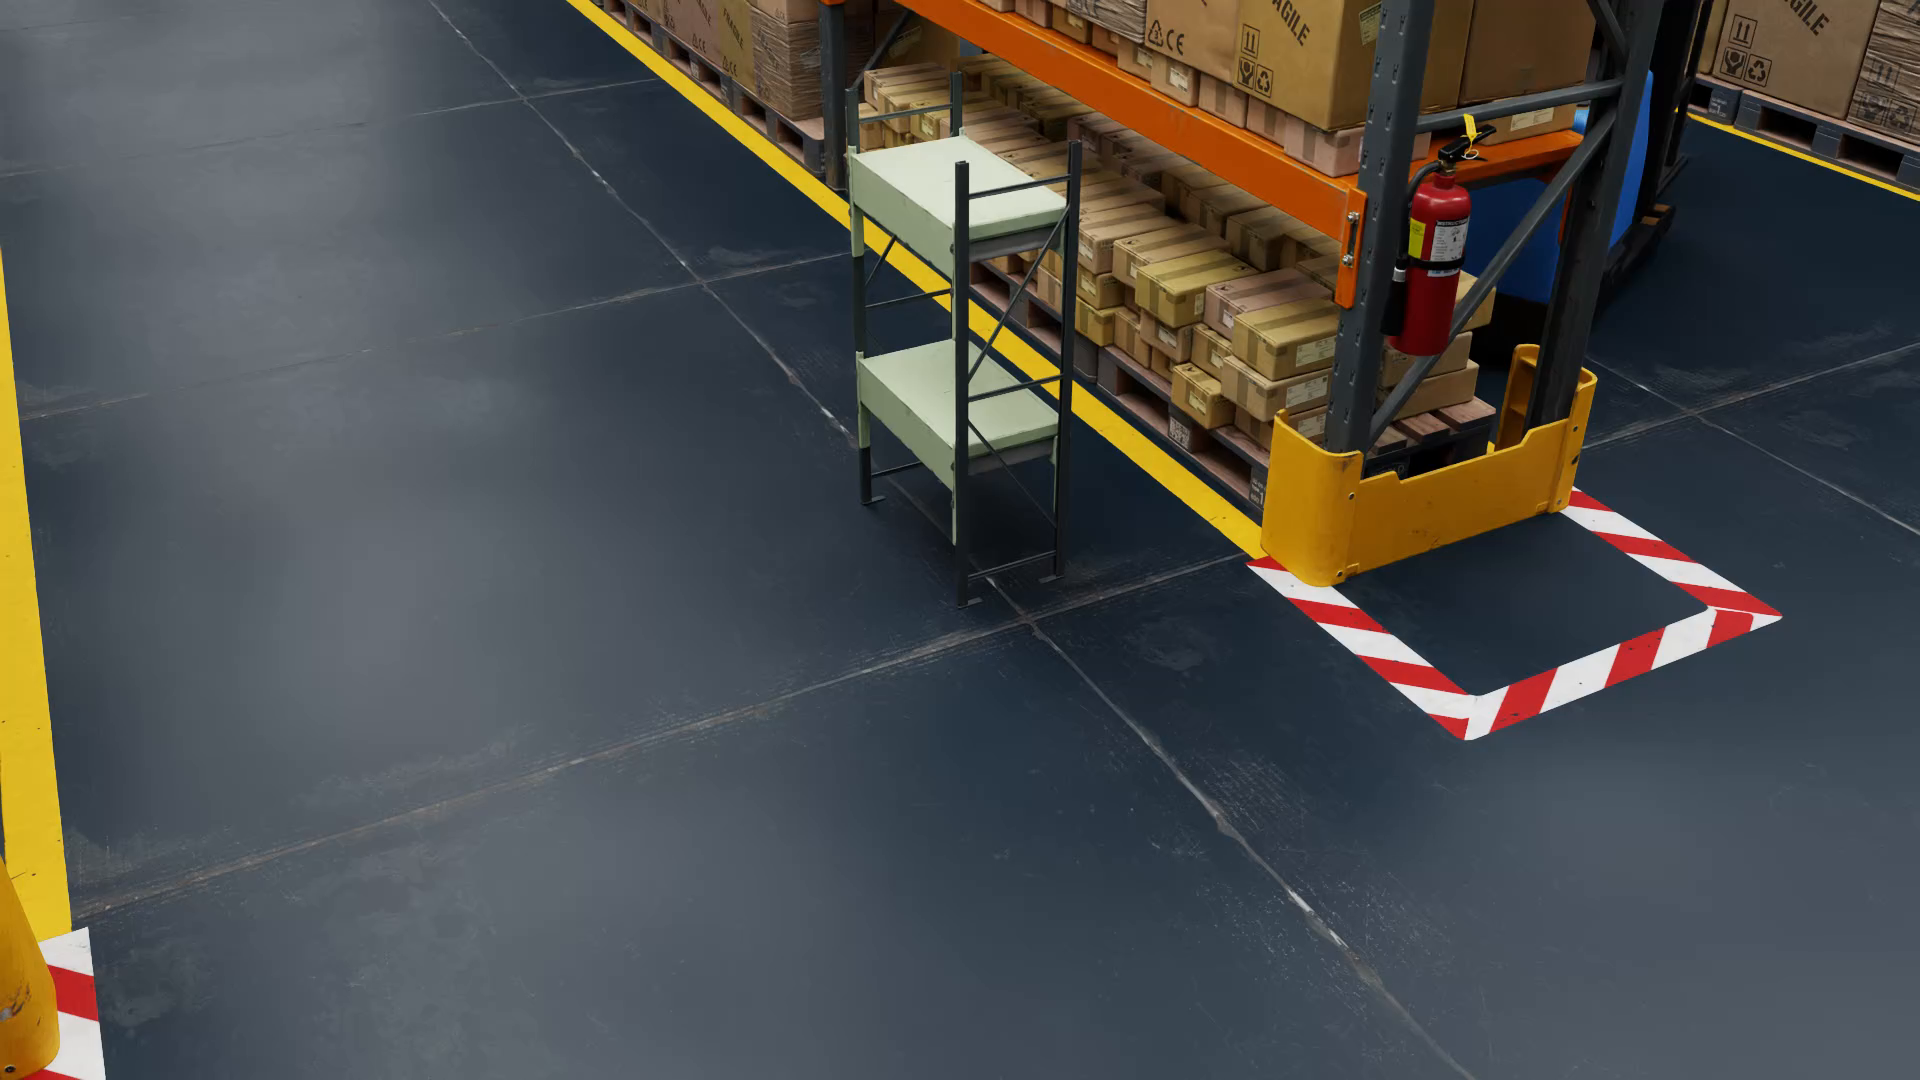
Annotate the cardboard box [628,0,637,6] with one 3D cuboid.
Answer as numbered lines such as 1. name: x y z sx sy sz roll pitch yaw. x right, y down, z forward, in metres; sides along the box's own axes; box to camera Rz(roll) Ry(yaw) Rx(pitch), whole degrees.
1. cardboard box: -1.984 -3.827 10.870 0.500 0.500 0.500 -17 37 -25

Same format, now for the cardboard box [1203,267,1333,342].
1. cardboard box: 1.104 -0.837 5.977 0.380 0.149 0.250 -15 36 -22

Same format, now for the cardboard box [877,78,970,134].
1. cardboard box: -0.170 -2.059 7.886 0.380 0.149 0.250 -14 35 -21

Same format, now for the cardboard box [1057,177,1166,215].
1. cardboard box: 0.607 -1.336 6.756 0.380 0.149 0.250 -17 36 -25

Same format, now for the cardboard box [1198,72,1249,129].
1. cardboard box: 1.027 -1.509 5.558 0.380 0.149 0.250 -16 36 -24

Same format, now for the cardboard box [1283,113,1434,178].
1. cardboard box: 1.240 -1.265 5.177 0.380 0.149 0.250 -16 36 -23

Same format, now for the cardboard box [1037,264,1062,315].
1. cardboard box: 0.545 -1.063 6.881 0.380 0.149 0.250 -15 36 -22

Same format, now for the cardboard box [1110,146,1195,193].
1. cardboard box: 0.865 -1.568 7.118 0.380 0.149 0.250 -16 36 -23

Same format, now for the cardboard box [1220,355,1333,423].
1. cardboard box: 1.143 -0.568 5.834 0.380 0.149 0.250 -17 36 -24

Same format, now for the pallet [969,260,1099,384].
1. pallet: 0.694 -1.127 7.313 1.003 0.211 1.213 -16 36 -23

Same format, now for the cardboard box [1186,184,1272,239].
1. cardboard box: 1.149 -1.335 6.755 0.380 0.149 0.250 -14 35 -21

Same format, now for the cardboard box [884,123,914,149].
1. cardboard box: -0.140 -1.945 7.983 0.380 0.149 0.250 -16 36 -23

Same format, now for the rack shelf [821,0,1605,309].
1. rack shelf: 0.709 -1.938 6.661 1.077 0.370 4.000 -16 36 -23

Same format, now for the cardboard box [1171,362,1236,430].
1. cardboard box: 1.002 -0.559 6.095 0.380 0.149 0.250 -15 35 -22

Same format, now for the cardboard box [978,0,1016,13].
1. cardboard box: 0.276 -2.256 6.723 0.380 0.149 0.250 -14 35 -21

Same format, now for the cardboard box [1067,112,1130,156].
1. cardboard box: 0.710 -1.839 7.543 0.380 0.149 0.250 -18 37 -25

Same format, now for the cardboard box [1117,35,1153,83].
1. cardboard box: 0.790 -1.758 5.947 0.380 0.149 0.250 -18 37 -25

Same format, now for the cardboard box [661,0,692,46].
1. cardboard box: -1.503 -3.344 10.117 0.500 0.500 0.500 -17 36 -24

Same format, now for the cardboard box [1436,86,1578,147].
1. cardboard box: 1.781 -1.418 5.415 0.380 0.149 0.250 -16 36 -23

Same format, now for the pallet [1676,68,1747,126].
1. pallet: 4.497 -2.838 9.984 1.003 0.211 1.213 -16 36 -23

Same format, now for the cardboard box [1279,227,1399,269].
1. cardboard box: 1.459 -1.103 6.392 0.380 0.149 0.250 -16 36 -23

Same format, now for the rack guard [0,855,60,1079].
1. rack guard: -2.679 1.071 3.615 1.175 0.500 0.348 -16 36 -23

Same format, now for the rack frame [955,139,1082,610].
1. rack frame: 0.168 -0.460 5.078 0.400 1.500 0.023 -16 36 -23

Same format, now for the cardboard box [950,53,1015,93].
1. cardboard box: 0.173 -2.318 8.289 0.380 0.149 0.250 -15 36 -22

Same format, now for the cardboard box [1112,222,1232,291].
1. cardboard box: 0.807 -1.068 6.338 0.380 0.149 0.250 -17 37 -25

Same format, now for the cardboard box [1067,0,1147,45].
1. cardboard box: 0.724 -2.090 5.863 0.500 0.500 0.500 -16 36 -23

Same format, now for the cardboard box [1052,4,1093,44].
1. cardboard box: 0.579 -2.024 6.362 0.380 0.149 0.250 -15 36 -22

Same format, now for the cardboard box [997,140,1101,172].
1. cardboard box: 0.380 -1.581 7.139 0.380 0.149 0.250 -17 37 -25

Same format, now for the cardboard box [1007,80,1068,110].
1. cardboard box: 0.450 -2.089 7.932 0.380 0.149 0.250 -16 36 -24

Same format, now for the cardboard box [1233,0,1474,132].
1. cardboard box: 1.205 -1.603 5.104 0.500 0.500 0.500 -15 36 -22

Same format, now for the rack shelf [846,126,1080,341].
1. rack shelf: -0.003 -0.963 5.140 0.431 0.370 0.720 -16 36 -23

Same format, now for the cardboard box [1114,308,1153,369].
1. cardboard box: 0.829 -0.821 6.504 0.380 0.149 0.250 -15 36 -23

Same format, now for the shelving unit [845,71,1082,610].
1. shelving unit: -0.003 -0.635 5.350 0.431 1.500 0.755 -16 36 -23

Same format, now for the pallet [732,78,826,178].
1. pallet: -0.587 -2.392 9.288 1.003 0.211 1.213 -16 36 -23

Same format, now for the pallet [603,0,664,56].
1. pallet: -1.725 -3.557 11.106 1.003 0.211 1.213 -16 36 -23

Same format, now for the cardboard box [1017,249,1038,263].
1. cardboard box: 0.390 -1.311 6.993 0.380 0.149 0.250 -15 36 -23

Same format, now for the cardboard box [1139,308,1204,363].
1. cardboard box: 0.899 -0.816 6.220 0.380 0.149 0.250 -17 37 -25

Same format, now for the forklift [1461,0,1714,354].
1. forklift: 2.788 -2.725 7.287 1.130 2.935 3.031 19 37 27

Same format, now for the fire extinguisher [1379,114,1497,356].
1. fire extinguisher: 1.351 -0.861 4.730 0.296 0.674 0.183 -16 36 -23

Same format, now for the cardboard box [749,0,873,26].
1. cardboard box: -0.794 -2.927 8.771 0.500 0.250 0.500 -17 36 -24

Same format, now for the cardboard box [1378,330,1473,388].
1. cardboard box: 1.625 -0.703 6.044 0.380 0.149 0.250 -14 35 -21

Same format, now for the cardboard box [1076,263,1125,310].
1. cardboard box: 0.647 -1.060 6.601 0.380 0.149 0.250 -15 36 -22

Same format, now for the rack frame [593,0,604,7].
1. rack frame: -2.088 -5.104 10.936 1.000 3.000 0.127 -16 36 -23

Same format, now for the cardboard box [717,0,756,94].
1. cardboard box: -1.030 -2.854 9.353 0.500 0.500 0.500 -17 36 -24

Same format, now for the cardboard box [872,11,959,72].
1. cardboard box: -0.333 -2.739 9.172 0.500 0.500 0.500 -14 35 -21

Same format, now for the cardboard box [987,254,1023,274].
1. cardboard box: 0.303 -1.308 7.265 0.380 0.149 0.250 -17 36 -24

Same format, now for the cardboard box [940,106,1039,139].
1. cardboard box: 0.133 -1.832 7.531 0.380 0.149 0.250 -17 36 -24

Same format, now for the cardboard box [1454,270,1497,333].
1. cardboard box: 1.698 -0.849 5.996 0.380 0.149 0.250 -18 37 -25

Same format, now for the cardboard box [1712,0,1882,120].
1. cardboard box: 4.868 -2.912 9.095 0.875 0.875 0.875 -16 36 -23

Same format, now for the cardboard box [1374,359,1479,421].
1. cardboard box: 1.681 -0.593 6.149 0.380 0.149 0.250 -15 36 -22
